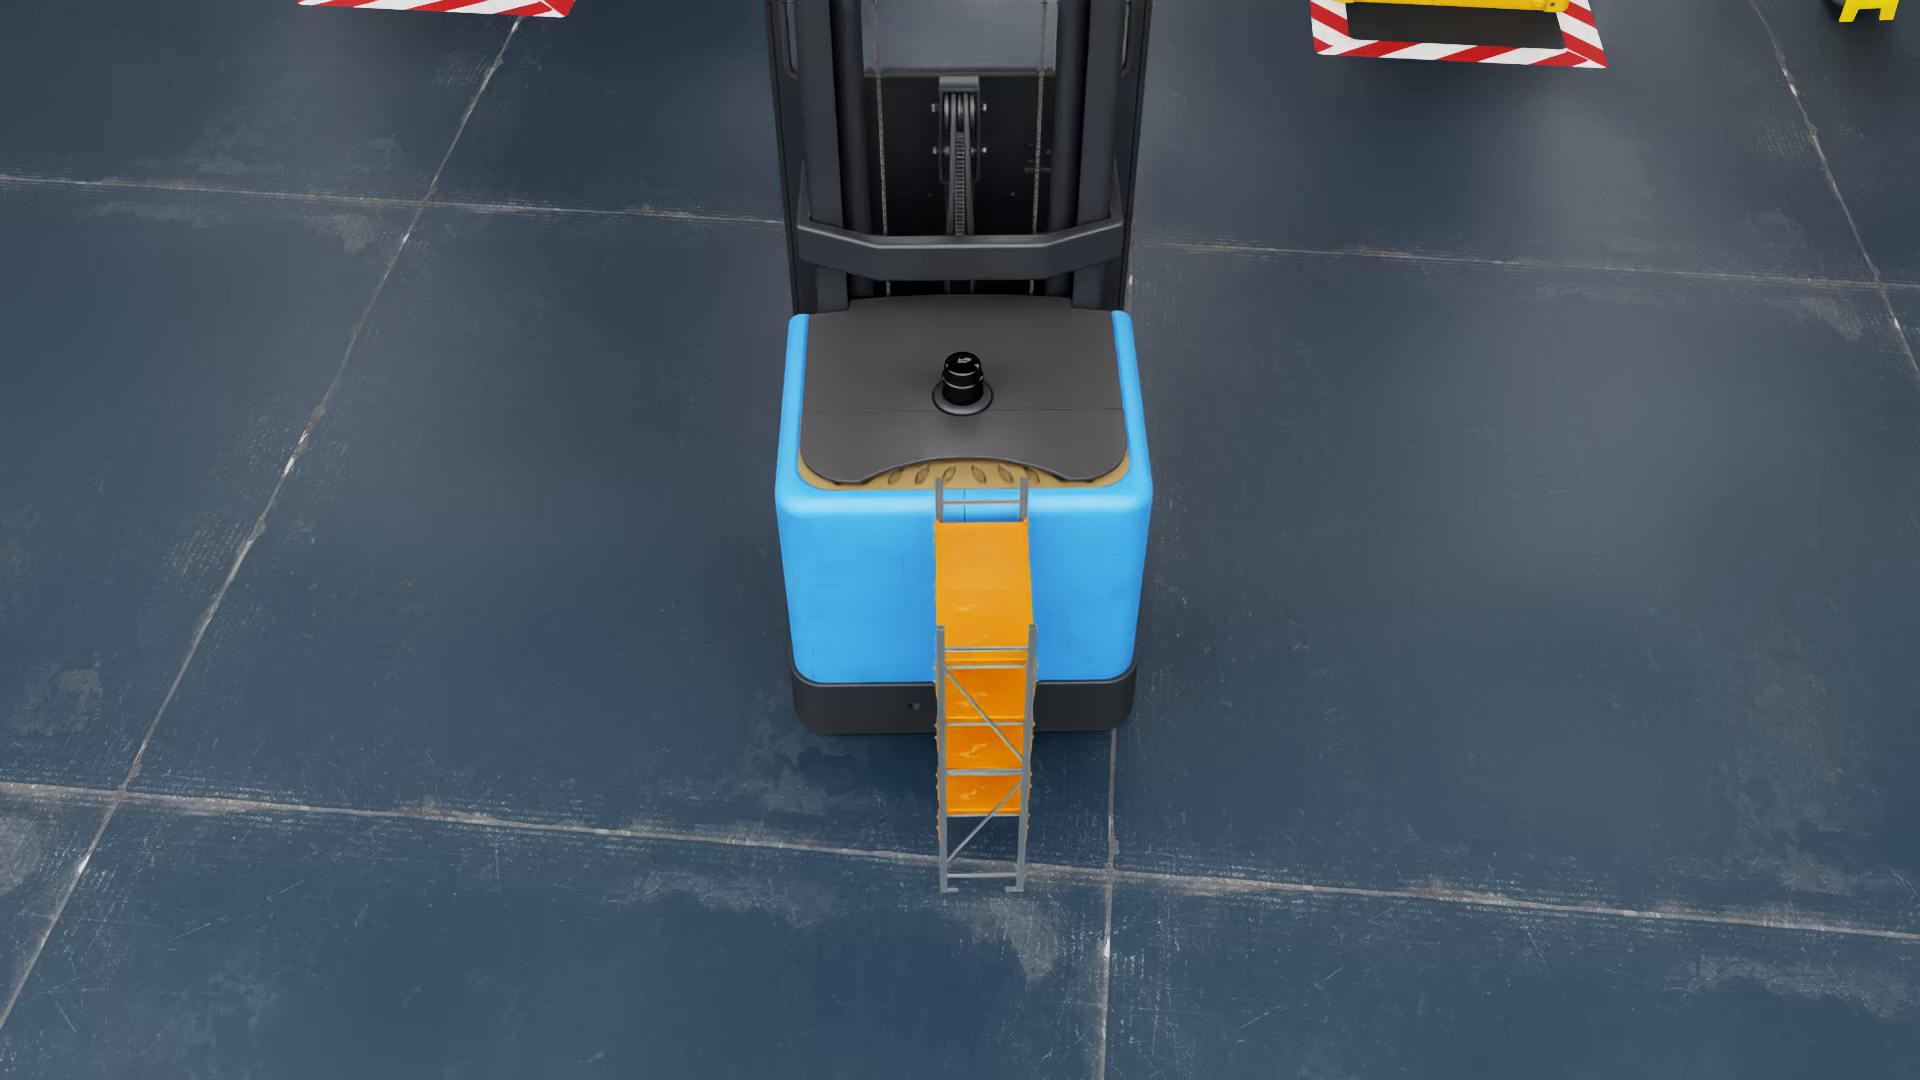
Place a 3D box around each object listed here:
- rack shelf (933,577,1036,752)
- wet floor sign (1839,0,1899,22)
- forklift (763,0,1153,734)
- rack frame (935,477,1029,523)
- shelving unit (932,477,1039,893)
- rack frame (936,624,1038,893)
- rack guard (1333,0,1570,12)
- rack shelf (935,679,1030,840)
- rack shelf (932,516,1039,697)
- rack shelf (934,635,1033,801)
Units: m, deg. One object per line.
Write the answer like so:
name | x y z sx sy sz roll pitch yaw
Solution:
rack shelf | 0.060 0.325 4.428 0.258 0.148 0.480 -1 48 -1
wet floor sign | 4.375 -2.812 7.885 0.267 0.644 0.232 -4 48 -3
forklift | -0.010 -1.467 5.105 1.130 2.935 3.031 -1 48 -1
rack frame | 0.056 0.250 4.708 0.240 1.200 0.015 -1 48 -1
shelving unit | 0.060 0.430 4.543 0.258 1.200 0.503 -1 48 -1
rack frame | 0.064 0.610 4.379 0.240 1.200 0.015 -1 48 -1
rack guard | 2.404 -2.900 8.064 1.175 0.500 0.348 4 48 4
rack shelf | 0.060 0.610 4.739 0.258 0.148 0.480 -1 48 -1
rack shelf | 0.060 0.165 4.253 0.258 0.148 0.480 -1 48 -1
rack shelf | 0.060 0.476 4.593 0.258 0.148 0.480 -1 48 -1
